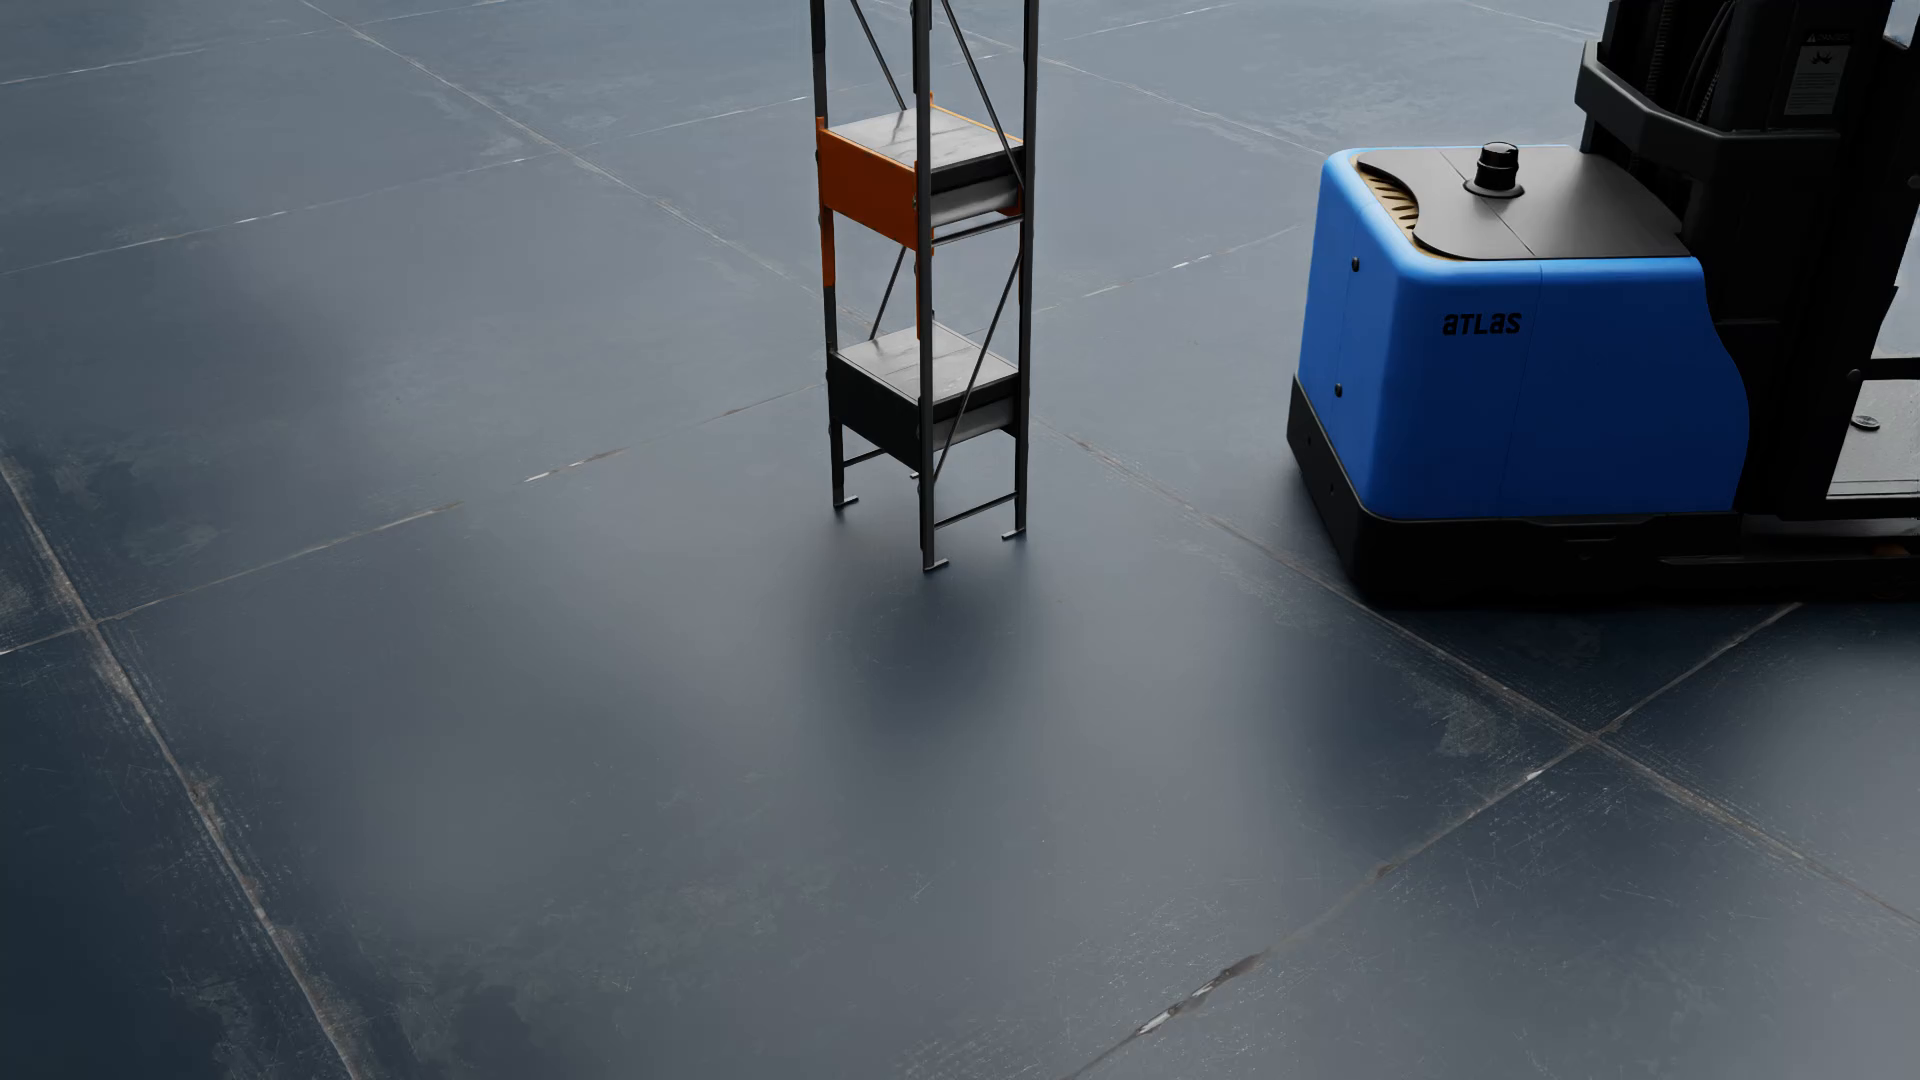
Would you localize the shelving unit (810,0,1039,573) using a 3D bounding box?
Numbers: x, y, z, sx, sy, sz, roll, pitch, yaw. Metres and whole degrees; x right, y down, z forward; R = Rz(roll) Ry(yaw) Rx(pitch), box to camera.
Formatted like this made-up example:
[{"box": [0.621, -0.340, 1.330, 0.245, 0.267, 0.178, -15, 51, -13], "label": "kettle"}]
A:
[{"box": [-0.101, -0.961, 4.807, 0.431, 2.100, 0.503, -22, 38, -31], "label": "shelving unit"}]

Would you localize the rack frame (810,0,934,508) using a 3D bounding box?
[{"box": [-0.251, -1.063, 4.971, 0.400, 2.100, 0.015, -22, 38, -31], "label": "rack frame"}]

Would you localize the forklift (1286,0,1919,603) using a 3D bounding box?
[{"box": [2.649, -1.347, 4.641, 3.031, 2.935, 1.130, -2, 32, -3], "label": "forklift"}]

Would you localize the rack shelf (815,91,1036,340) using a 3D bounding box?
[{"box": [-0.101, -0.949, 4.814, 0.431, 0.518, 0.480, -22, 38, -31], "label": "rack shelf"}]

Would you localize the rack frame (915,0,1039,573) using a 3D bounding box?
[{"box": [0.048, -0.859, 4.643, 0.400, 2.100, 0.015, -22, 38, -31], "label": "rack frame"}]

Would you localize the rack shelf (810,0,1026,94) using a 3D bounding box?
[{"box": [-0.101, -1.544, 4.445, 0.431, 0.518, 0.480, -22, 38, -31], "label": "rack shelf"}]

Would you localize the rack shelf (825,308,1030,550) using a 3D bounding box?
[{"box": [-0.101, -0.355, 5.184, 0.431, 0.518, 0.480, -22, 38, -31], "label": "rack shelf"}]
